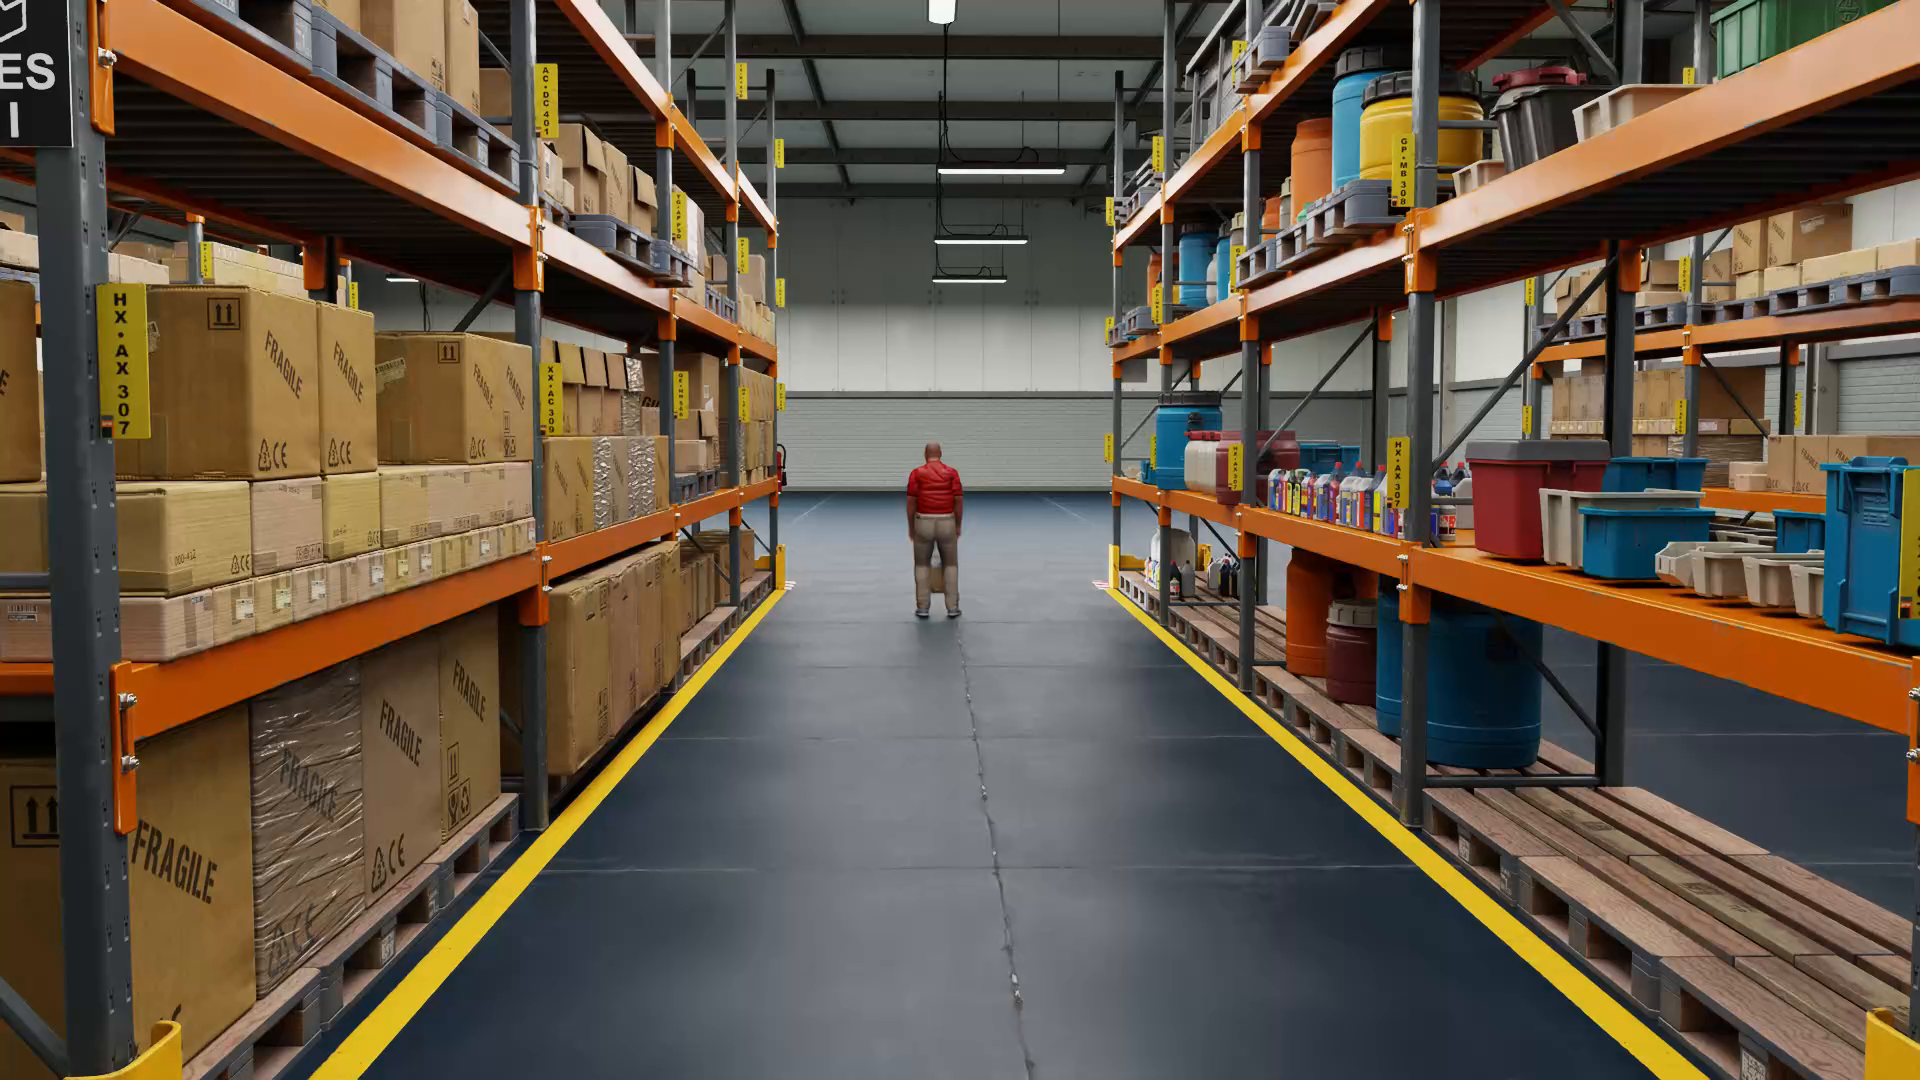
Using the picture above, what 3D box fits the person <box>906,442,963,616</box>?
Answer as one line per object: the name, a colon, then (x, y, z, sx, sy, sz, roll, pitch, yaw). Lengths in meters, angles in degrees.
person: (-0.248, -0.107, 16.464, 0.568, 1.729, 0.391, 0, 4, -3)
